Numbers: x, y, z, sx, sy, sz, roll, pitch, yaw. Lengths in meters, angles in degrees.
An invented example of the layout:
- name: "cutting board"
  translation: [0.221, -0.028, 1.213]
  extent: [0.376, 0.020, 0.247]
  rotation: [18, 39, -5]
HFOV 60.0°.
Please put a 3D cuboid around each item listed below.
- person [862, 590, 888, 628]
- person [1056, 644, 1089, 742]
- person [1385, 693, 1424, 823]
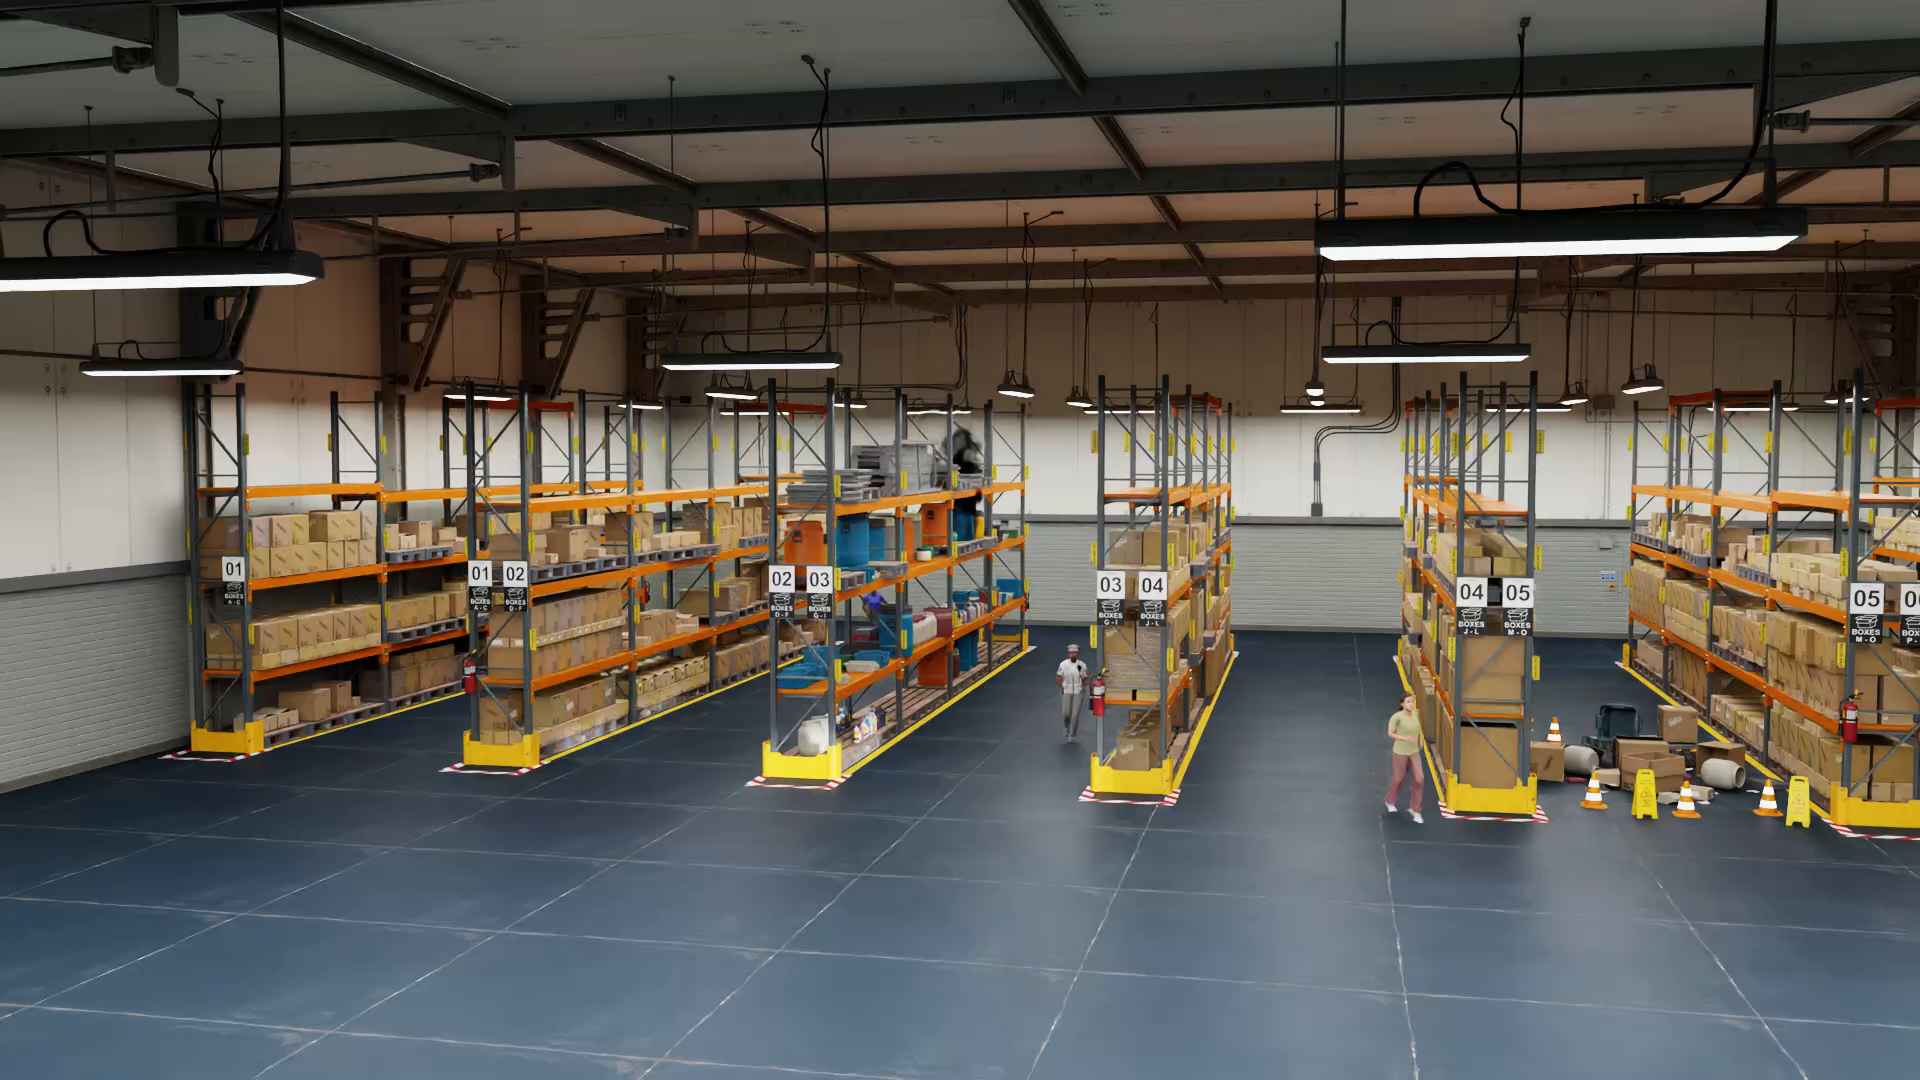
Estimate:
- name: "person"
  translation: [-2.089, 1.878, 40.859]
  extent: [0.645, 1.604, 0.685]
  rotation: [0, 3, -5]
- name: "person"
  translation: [1.893, 2.573, 27.930]
  extent: [0.553, 1.654, 0.543]
  rotation: [0, 3, 2]
- name: "person"
  translation: [5.967, 2.917, 22.294]
  extent: [0.596, 1.710, 0.732]
  rotation: [-1, 3, -16]
